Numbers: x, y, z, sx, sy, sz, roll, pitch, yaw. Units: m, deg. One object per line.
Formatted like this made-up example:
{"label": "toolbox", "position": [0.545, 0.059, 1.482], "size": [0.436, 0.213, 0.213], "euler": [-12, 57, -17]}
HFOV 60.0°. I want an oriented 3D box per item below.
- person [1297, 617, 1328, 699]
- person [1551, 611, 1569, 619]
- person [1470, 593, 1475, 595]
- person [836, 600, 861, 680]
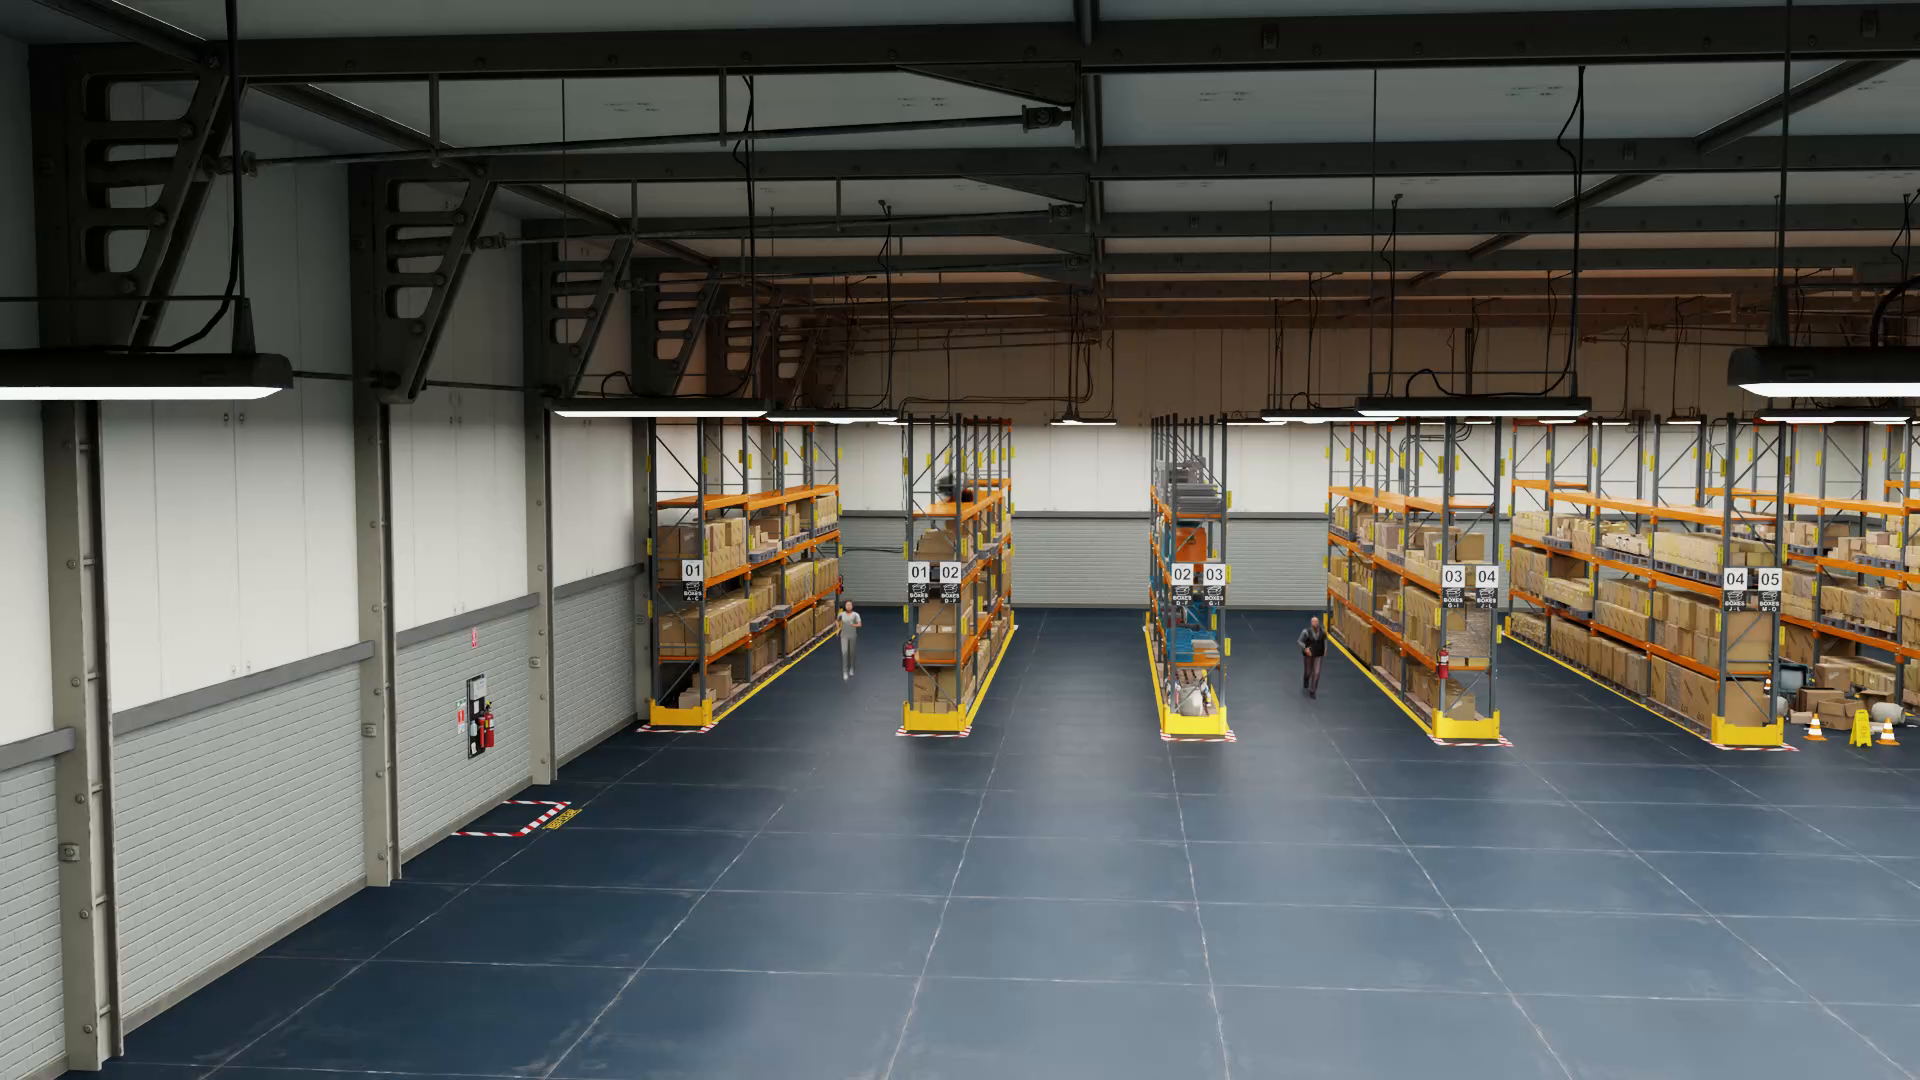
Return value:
{"label": "person", "position": [7.549, 2.493, 35.546], "size": [0.683, 1.713, 0.895], "euler": [0, 4, -1]}
{"label": "person", "position": [16.833, 1.707, 47.046], "size": [0.955, 1.667, 0.577], "euler": [0, 4, -6]}
{"label": "person", "position": [14.001, 1.738, 45.991], "size": [0.743, 1.747, 0.983], "euler": [2, 4, 23]}
{"label": "person", "position": [-2.433, 2.151, 36.338], "size": [0.558, 1.685, 0.891], "euler": [0, 4, -4]}
